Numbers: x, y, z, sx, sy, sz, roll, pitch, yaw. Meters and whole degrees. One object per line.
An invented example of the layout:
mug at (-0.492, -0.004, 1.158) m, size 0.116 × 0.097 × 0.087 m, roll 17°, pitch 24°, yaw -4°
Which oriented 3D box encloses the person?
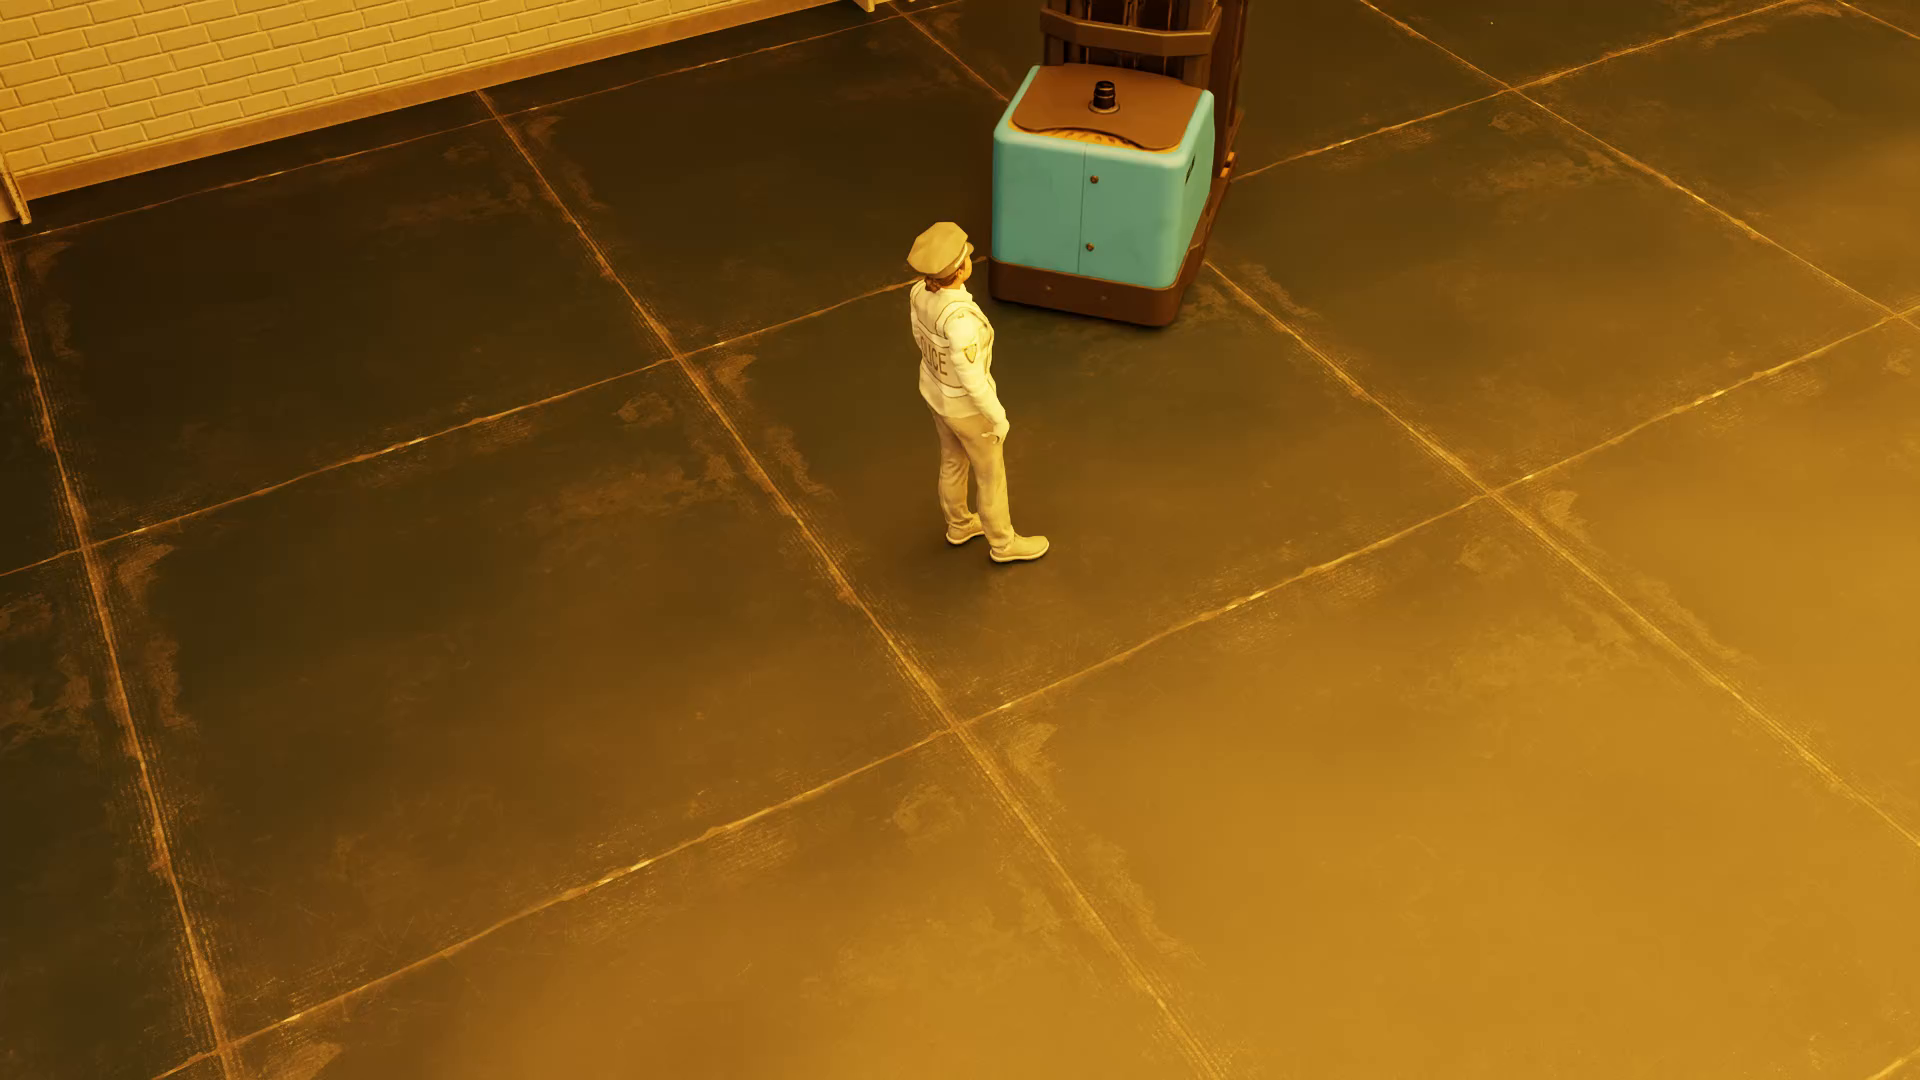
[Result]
person at (0.061, -0.646, 7.292) m, size 0.534 × 1.696 × 0.587 m, roll -21°, pitch 47°, yaw -21°

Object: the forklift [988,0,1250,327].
forklift at (1.083, -3.246, 9.198) m, size 1.130 × 2.935 × 3.031 m, roll 12°, pitch 44°, yaw 13°
